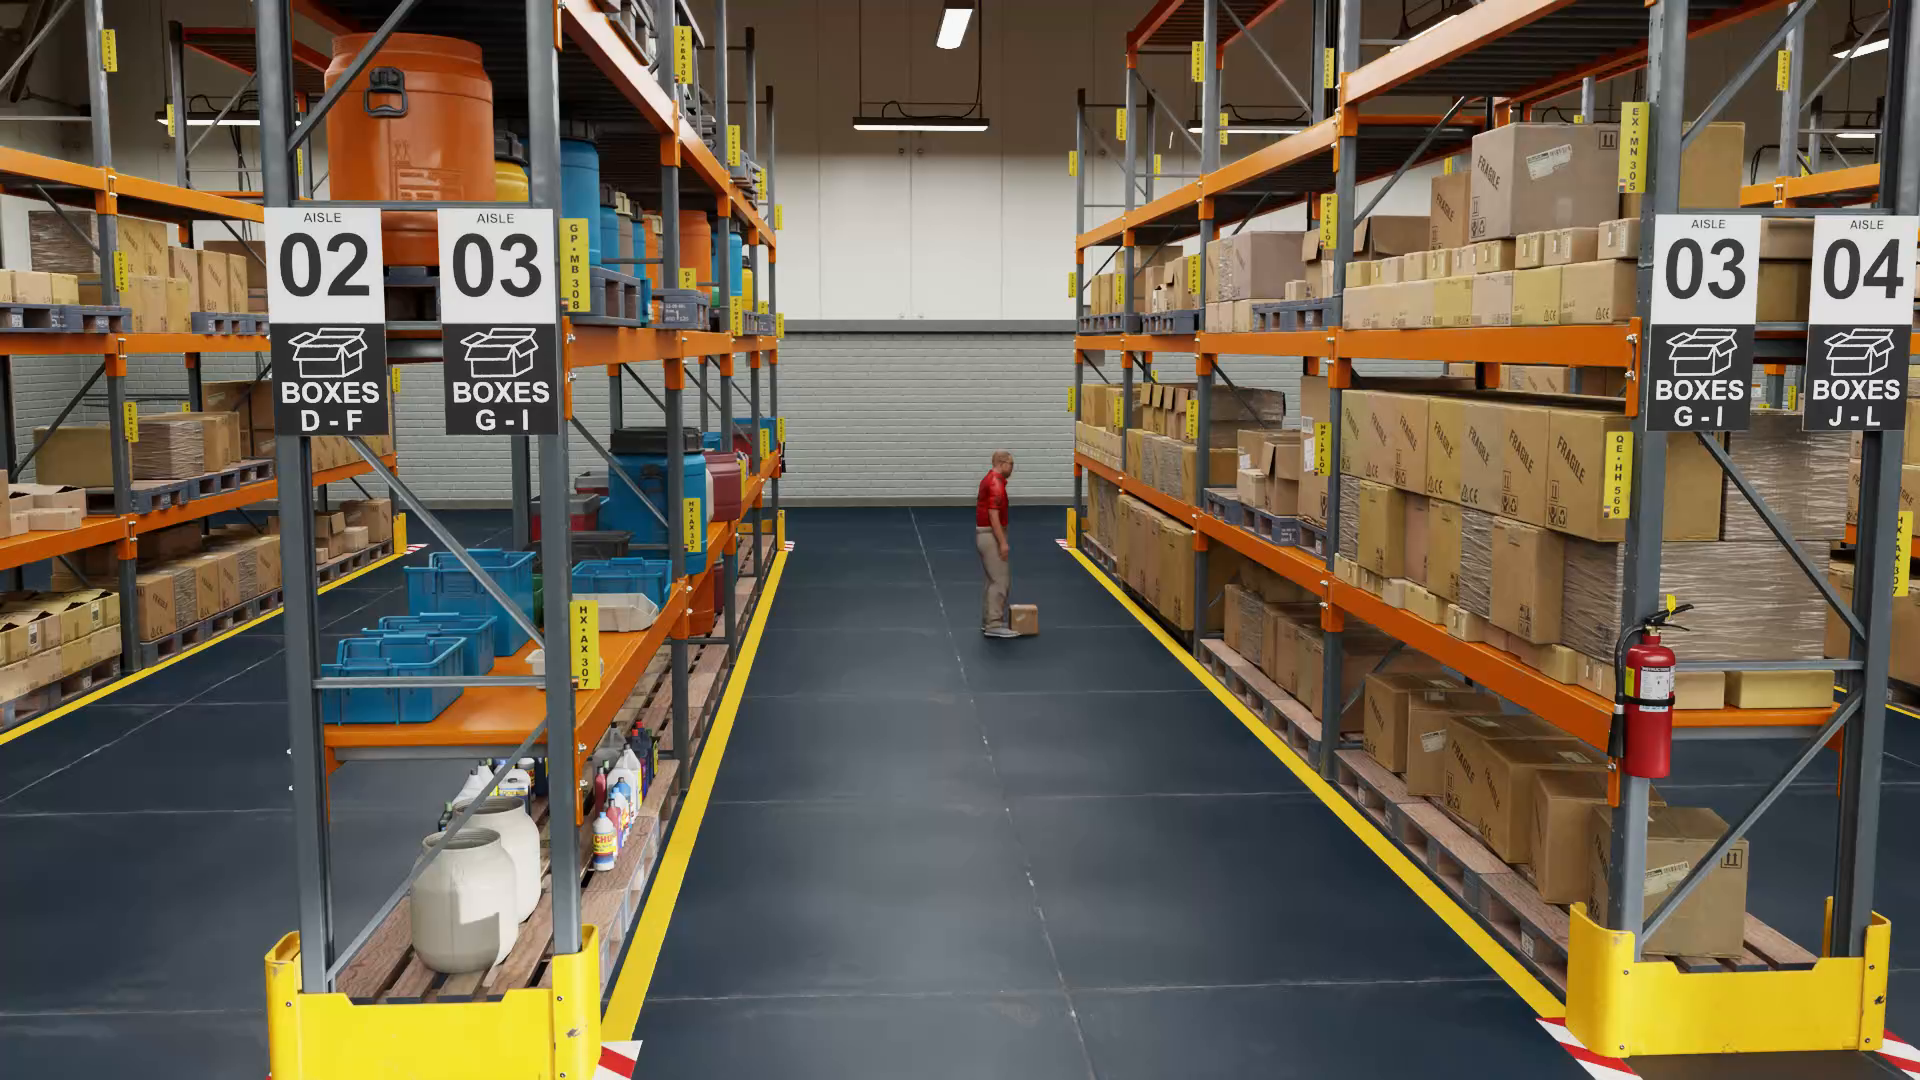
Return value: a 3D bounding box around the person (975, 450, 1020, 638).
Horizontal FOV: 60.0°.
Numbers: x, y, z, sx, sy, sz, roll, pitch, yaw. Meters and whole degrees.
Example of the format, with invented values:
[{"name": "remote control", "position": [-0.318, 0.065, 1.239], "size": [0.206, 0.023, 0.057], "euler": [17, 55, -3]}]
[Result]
[{"name": "person", "position": [0.342, 0.068, 15.606], "size": [0.394, 1.637, 0.580], "euler": [-1, 7, -6]}]
